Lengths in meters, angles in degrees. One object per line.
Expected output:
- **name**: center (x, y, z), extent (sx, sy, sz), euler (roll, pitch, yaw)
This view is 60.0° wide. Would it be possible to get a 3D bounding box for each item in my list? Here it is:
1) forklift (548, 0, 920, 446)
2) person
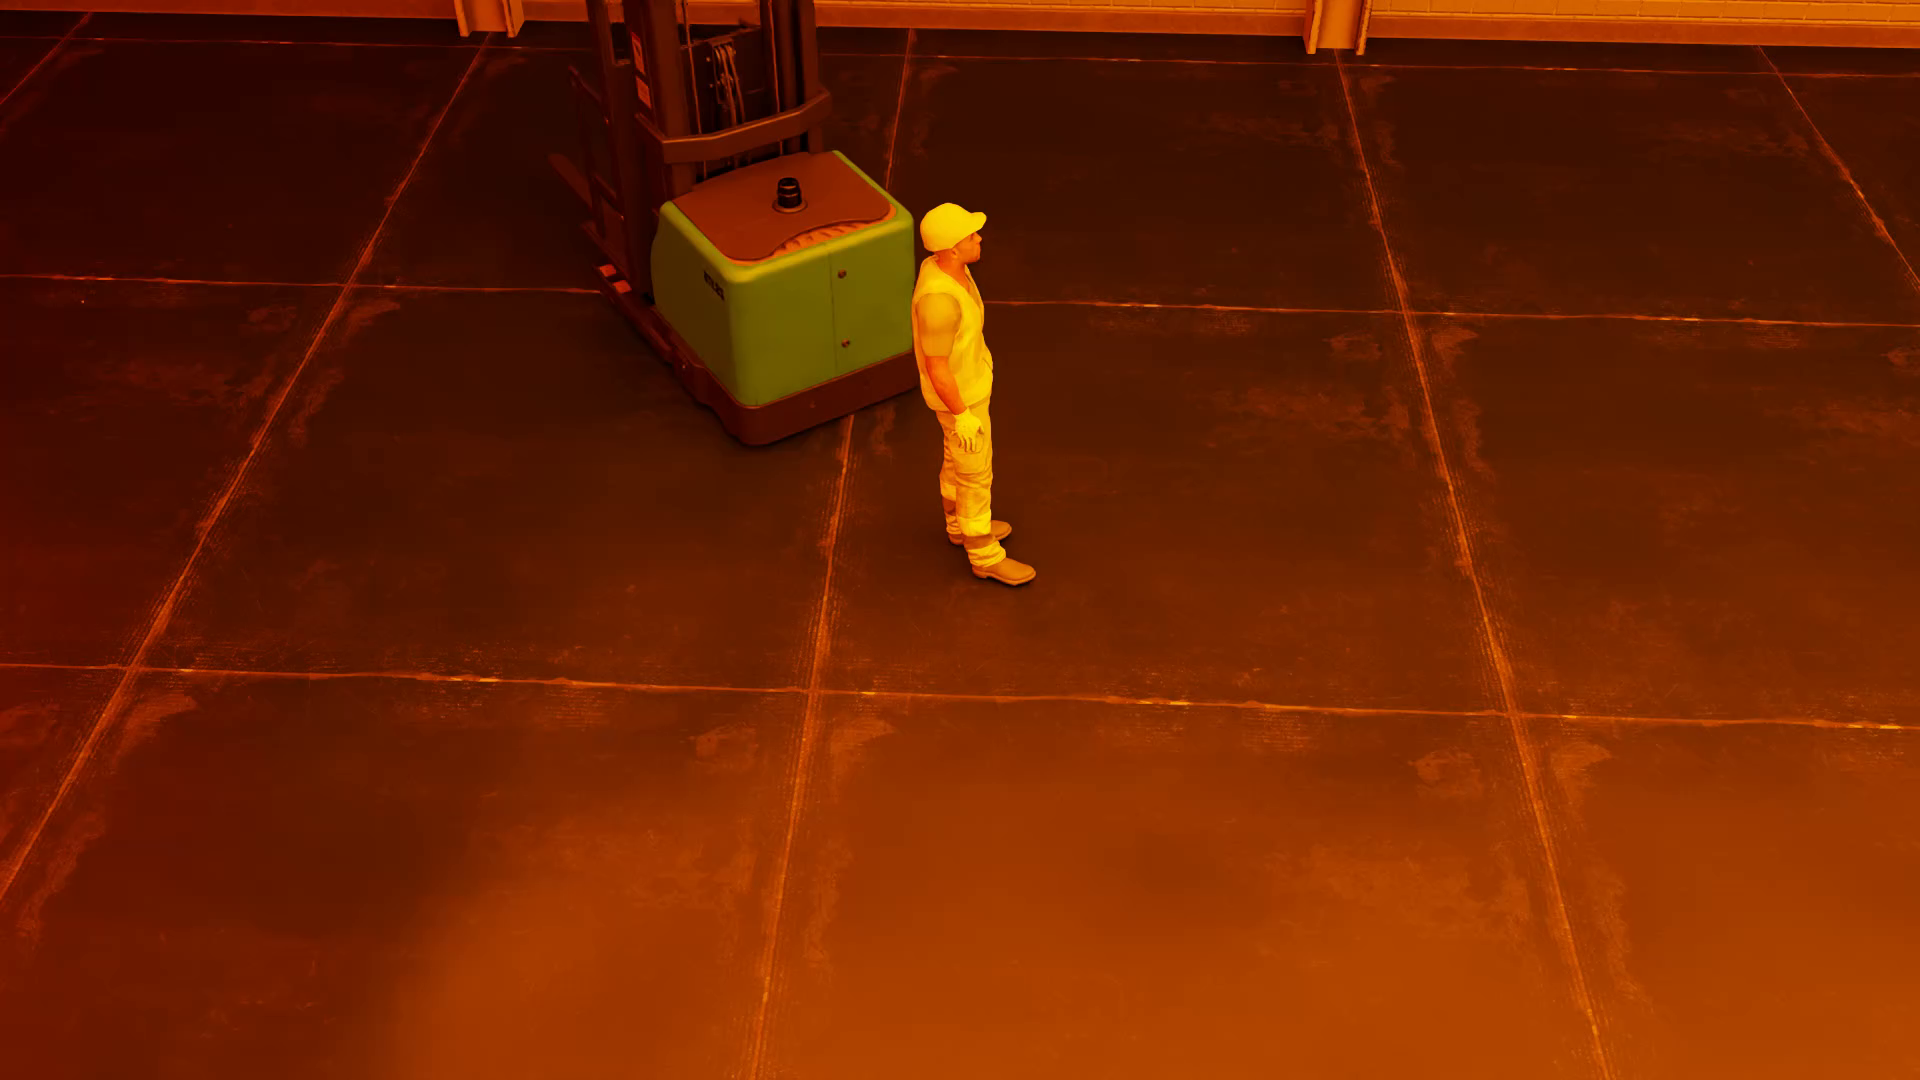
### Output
- **forklift**: center (-1.423, -2.524, 8.508), extent (1.130, 2.935, 3.031), euler (-23, 47, -23)
- **person**: center (0.080, -0.655, 7.296), extent (0.563, 1.788, 0.638), euler (2, 42, 2)
